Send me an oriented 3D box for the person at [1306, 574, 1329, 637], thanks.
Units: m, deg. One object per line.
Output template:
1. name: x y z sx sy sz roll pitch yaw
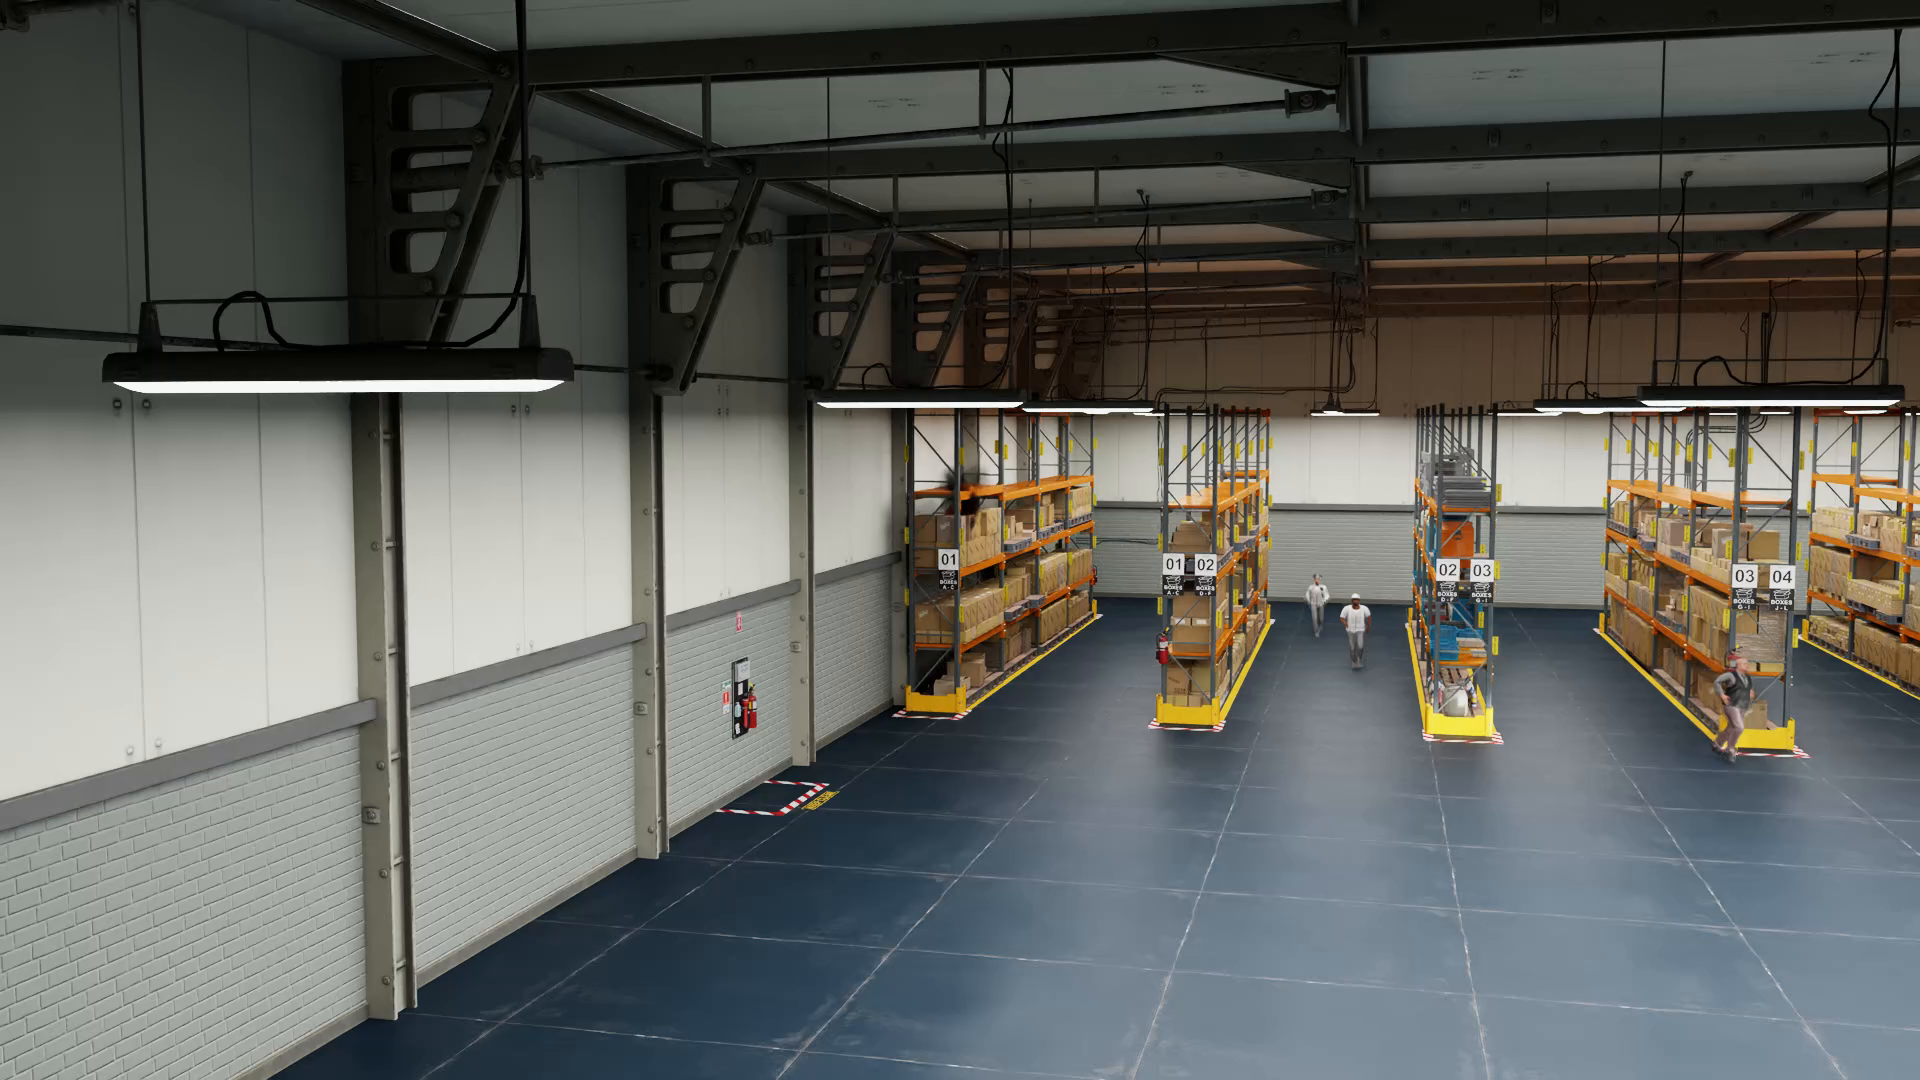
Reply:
1. person: 9.407 1.707 43.806 0.606 1.654 0.599 1 4 13

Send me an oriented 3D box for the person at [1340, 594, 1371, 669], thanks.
1. person: 9.014 2.087 37.933 0.695 1.734 0.629 1 4 14

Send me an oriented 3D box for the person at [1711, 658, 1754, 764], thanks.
1. person: 13.028 2.857 27.982 0.687 1.759 0.720 -2 4 -22
